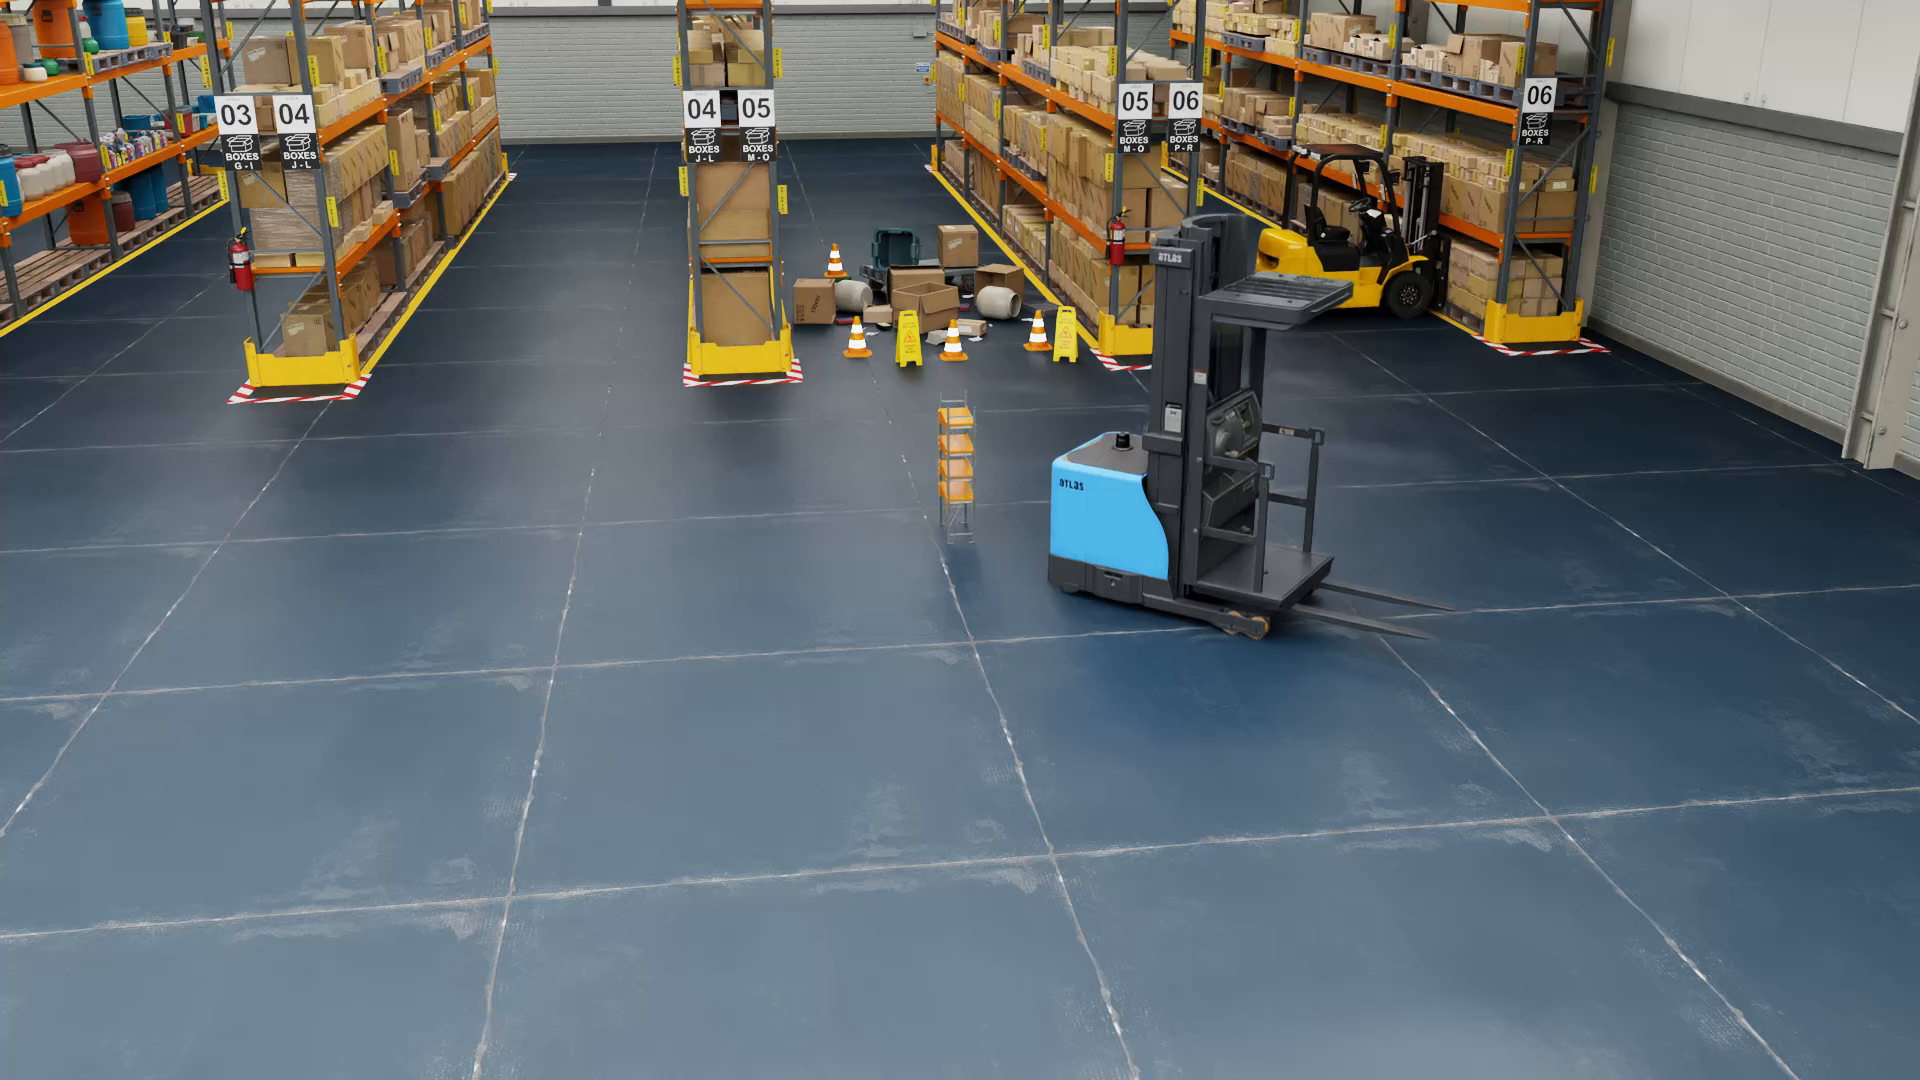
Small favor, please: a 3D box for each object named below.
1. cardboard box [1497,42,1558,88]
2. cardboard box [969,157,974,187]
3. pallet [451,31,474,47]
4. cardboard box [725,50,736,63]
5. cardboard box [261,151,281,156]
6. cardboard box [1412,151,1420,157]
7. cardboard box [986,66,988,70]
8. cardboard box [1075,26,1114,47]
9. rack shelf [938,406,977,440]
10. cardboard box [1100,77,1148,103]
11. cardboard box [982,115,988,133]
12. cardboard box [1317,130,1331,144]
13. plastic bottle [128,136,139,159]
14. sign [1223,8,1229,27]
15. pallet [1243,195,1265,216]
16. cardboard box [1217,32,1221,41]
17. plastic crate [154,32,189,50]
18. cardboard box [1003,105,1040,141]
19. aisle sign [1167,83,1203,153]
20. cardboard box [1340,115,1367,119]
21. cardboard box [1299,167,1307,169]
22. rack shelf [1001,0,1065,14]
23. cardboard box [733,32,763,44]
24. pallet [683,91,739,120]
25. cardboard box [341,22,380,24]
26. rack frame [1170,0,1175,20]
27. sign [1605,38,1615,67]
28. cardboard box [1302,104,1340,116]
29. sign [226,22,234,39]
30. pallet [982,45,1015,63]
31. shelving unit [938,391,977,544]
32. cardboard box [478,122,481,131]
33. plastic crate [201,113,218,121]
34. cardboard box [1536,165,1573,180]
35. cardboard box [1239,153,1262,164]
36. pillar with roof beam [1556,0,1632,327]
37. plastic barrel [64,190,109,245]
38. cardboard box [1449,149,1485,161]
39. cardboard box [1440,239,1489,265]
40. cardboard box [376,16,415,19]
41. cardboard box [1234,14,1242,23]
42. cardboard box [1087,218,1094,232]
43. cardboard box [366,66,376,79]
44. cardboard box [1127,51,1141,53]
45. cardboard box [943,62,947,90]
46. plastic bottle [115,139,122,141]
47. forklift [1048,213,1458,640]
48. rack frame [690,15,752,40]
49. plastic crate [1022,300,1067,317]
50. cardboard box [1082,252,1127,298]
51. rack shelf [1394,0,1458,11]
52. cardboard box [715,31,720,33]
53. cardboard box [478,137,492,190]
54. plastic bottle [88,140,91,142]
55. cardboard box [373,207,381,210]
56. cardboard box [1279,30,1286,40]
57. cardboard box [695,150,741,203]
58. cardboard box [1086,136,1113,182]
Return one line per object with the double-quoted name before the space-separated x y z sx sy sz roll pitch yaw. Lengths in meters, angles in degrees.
"cardboard box" 6.913 -5.793 20.267 0.500 0.500 0.500 -2 21 -6
"cardboard box" 0.593 -7.079 31.944 0.875 0.438 0.875 -3 21 -9
"pallet" -9.337 -9.007 29.885 1.003 0.211 1.213 -3 21 -8
"cardboard box" -2.612 -5.842 20.330 0.500 0.250 0.500 -3 21 -8
"cardboard box" -7.901 -4.211 19.205 0.500 0.500 0.500 -3 21 -8
"cardboard box" 6.493 -5.301 23.052 0.380 0.149 0.250 -2 21 -7
"cardboard box" 0.657 -8.976 31.462 0.380 0.149 0.250 -3 21 -8
"cardboard box" 1.961 -7.250 23.954 0.500 0.250 0.500 -3 21 -9
"rack shelf" -0.024 -0.988 14.022 0.258 0.148 0.480 -3 21 -8
"cardboard box" 1.966 -5.343 19.736 0.500 0.250 0.500 -3 21 -8
"cardboard box" 0.661 -7.147 28.565 0.500 0.250 0.500 -3 21 -9
"cardboard box" 6.016 -6.369 26.481 0.500 0.250 0.500 -3 21 -9
"plastic bottle" -13.516 -6.404 27.145 0.144 0.351 0.185 -3 21 -8
"sign" 4.952 -9.729 30.951 0.100 0.325 0.005 -3 21 -8
"pallet" 5.822 -6.102 30.252 1.003 0.211 1.213 -3 21 -8
"cardboard box" 5.112 -9.593 31.687 0.380 0.149 0.250 -3 21 -8
"plastic crate" -14.039 -8.898 29.652 0.497 0.269 0.590 -3 21 -8
"cardboard box" 0.989 -6.690 26.674 0.500 0.500 0.500 -4 21 -9
"aisle sign" 2.622 -4.917 19.378 0.394 0.787 0.004 -3 21 -8
"cardboard box" 6.460 -6.890 27.306 0.380 0.149 0.250 -2 21 -6
"cardboard box" 6.224 -6.527 29.449 0.380 0.149 0.250 -4 21 -10
"rack shelf" 1.442 -8.068 24.557 1.077 0.370 4.000 -3 21 -8
"cardboard box" -2.713 -6.425 21.320 0.380 0.149 0.250 -3 21 -8
"pallet" -2.694 -5.040 19.264 1.003 0.211 1.213 -3 21 -8
"cardboard box" -8.770 -7.310 24.356 0.500 0.500 0.500 -3 21 -7
"rack frame" 4.912 -12.307 34.305 1.000 3.000 0.127 -3 21 -8
"sign" 7.768 -5.834 19.900 0.100 0.325 0.005 -3 21 -8
"cardboard box" 6.145 -7.156 28.346 0.500 0.500 0.500 -2 21 -5
"sign" -14.165 -9.885 32.257 0.100 0.325 0.005 -3 21 -8
"pallet" 1.008 -8.012 27.363 1.213 0.211 1.003 -2 21 -5
"shelving unit" -0.024 -0.619 14.160 0.258 1.200 0.503 -3 21 -8
"cardboard box" -9.059 -7.635 30.729 0.380 0.149 0.250 -3 21 -9
"plastic crate" -14.411 -8.126 31.978 0.396 0.136 0.243 -3 21 -8
"cardboard box" 7.381 -4.574 20.680 0.380 0.149 0.250 -3 21 -9
"cardboard box" 5.441 -7.123 31.046 0.380 0.149 0.250 -4 21 -11
"pillar with roof beam" 3.750 -6.836 19.659 9.100 9.000 0.400 -3 21 -8
"plastic barrel" -13.642 -5.074 26.015 0.600 0.830 0.708 -3 21 -8
"cardboard box" 6.731 -5.091 22.064 0.380 0.149 0.250 -3 21 -7
"cardboard box" 6.681 -3.828 22.079 0.500 0.250 0.500 -3 21 -7
"cardboard box" -9.024 -8.126 26.655 0.500 0.500 0.500 -2 21 -5
"cardboard box" 5.201 -9.478 30.208 0.380 0.149 0.250 -3 21 -9
"cardboard box" 1.812 -3.966 20.906 0.380 0.149 0.250 -3 21 -7
"cardboard box" -7.744 -6.014 21.388 0.380 0.149 0.250 -2 21 -6
"cardboard box" 2.157 -6.292 21.708 0.380 0.149 0.250 -3 21 -9
"cardboard box" -0.049 -9.223 33.051 0.500 0.500 0.500 -3 21 -8
"plastic bottle" -14.268 -6.724 28.215 0.097 0.201 0.097 0 20 0
"forklift" 2.215 -0.850 12.303 3.031 2.935 1.130 12 24 30
"rack frame" -3.730 -9.001 25.453 1.000 3.000 0.127 -3 21 -8
"plastic crate" 1.145 -3.137 22.502 0.402 0.080 0.583 -11 23 -26
"cardboard box" 1.855 -3.410 21.316 0.500 0.500 0.500 -2 21 -6
"rack shelf" 6.353 -8.320 25.231 1.077 0.370 4.000 -3 21 -8
"cardboard box" -4.064 -7.827 26.456 0.500 0.500 0.500 -3 21 -8
"cardboard box" -9.375 -7.105 31.390 0.875 0.875 0.875 -3 21 -8
"plastic bottle" -14.285 -6.428 27.323 0.097 0.271 0.097 0 20 0
"cardboard box" -7.751 -4.236 21.630 0.380 0.149 0.250 -3 21 -8
"cardboard box" 5.666 -8.626 28.381 0.380 0.149 0.250 -3 21 -8
"cardboard box" -2.763 -4.313 19.718 0.875 0.550 0.550 -3 21 -8
"cardboard box" 1.952 -4.701 20.519 0.700 0.500 0.500 -3 21 -7
